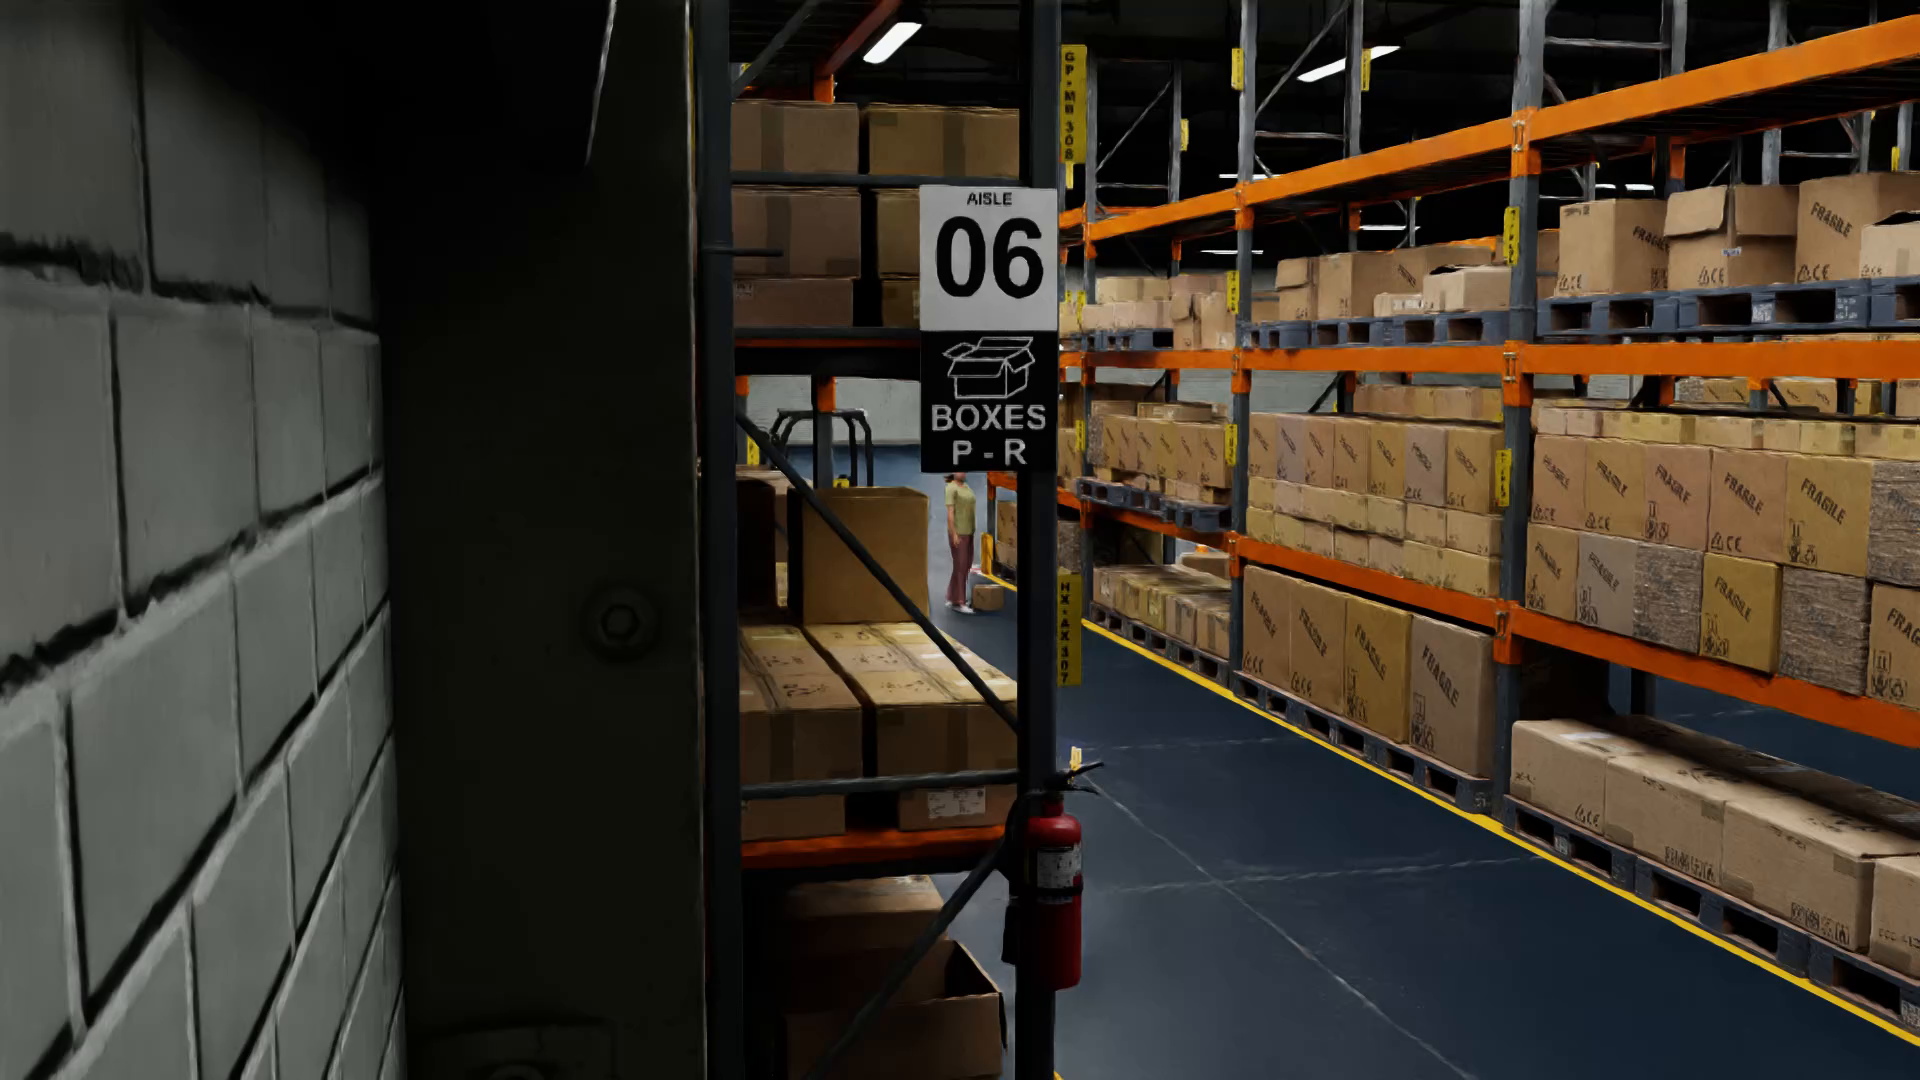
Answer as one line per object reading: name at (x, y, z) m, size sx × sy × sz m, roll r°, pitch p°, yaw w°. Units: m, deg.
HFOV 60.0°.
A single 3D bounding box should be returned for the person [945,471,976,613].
person at (0.010, -0.062, 17.964) m, size 0.431 × 1.677 × 0.542 m, roll 3°, pitch 7°, yaw 29°
